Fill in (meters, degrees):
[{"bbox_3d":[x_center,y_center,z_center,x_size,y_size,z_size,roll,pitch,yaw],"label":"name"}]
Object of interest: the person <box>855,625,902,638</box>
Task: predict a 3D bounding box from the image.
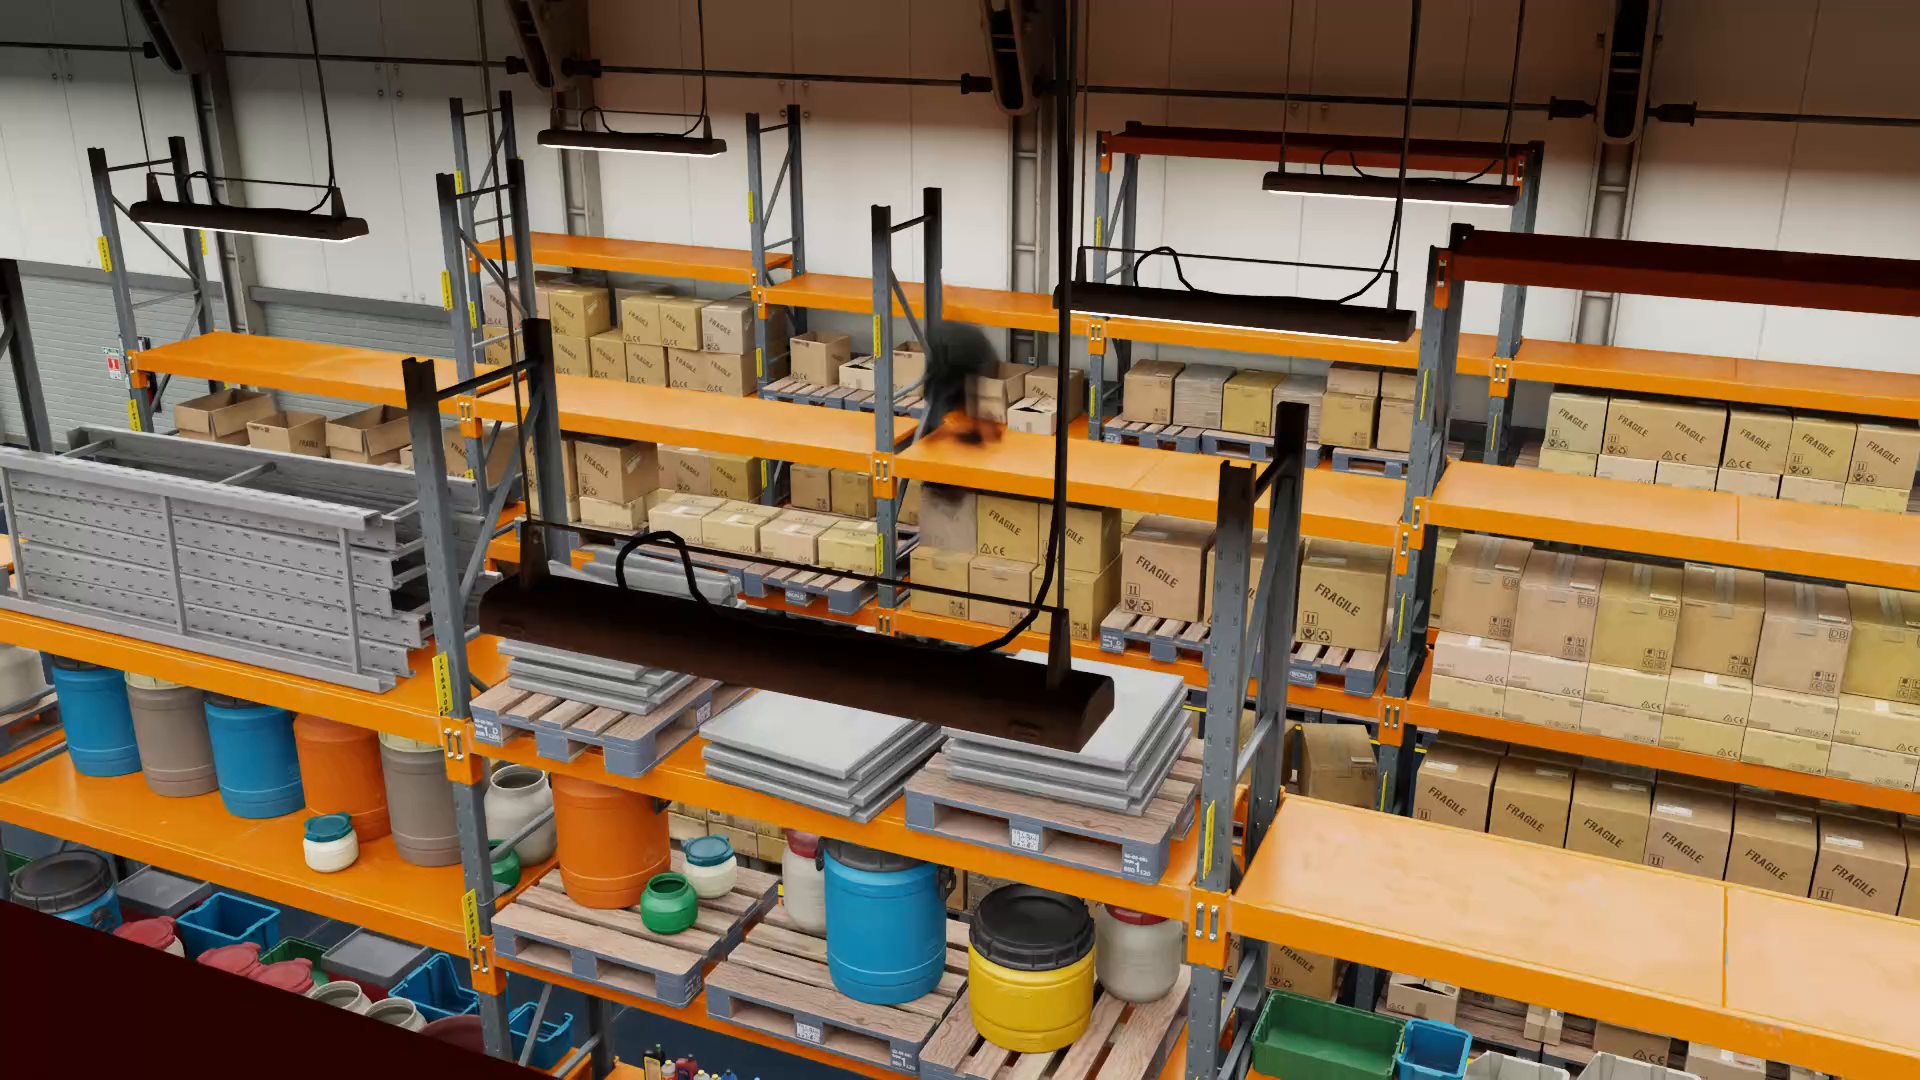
[{"bbox_3d":[-0.895,1.396,16.539,0.799,1.824,0.660,5,21,12],"label":"person"}]
